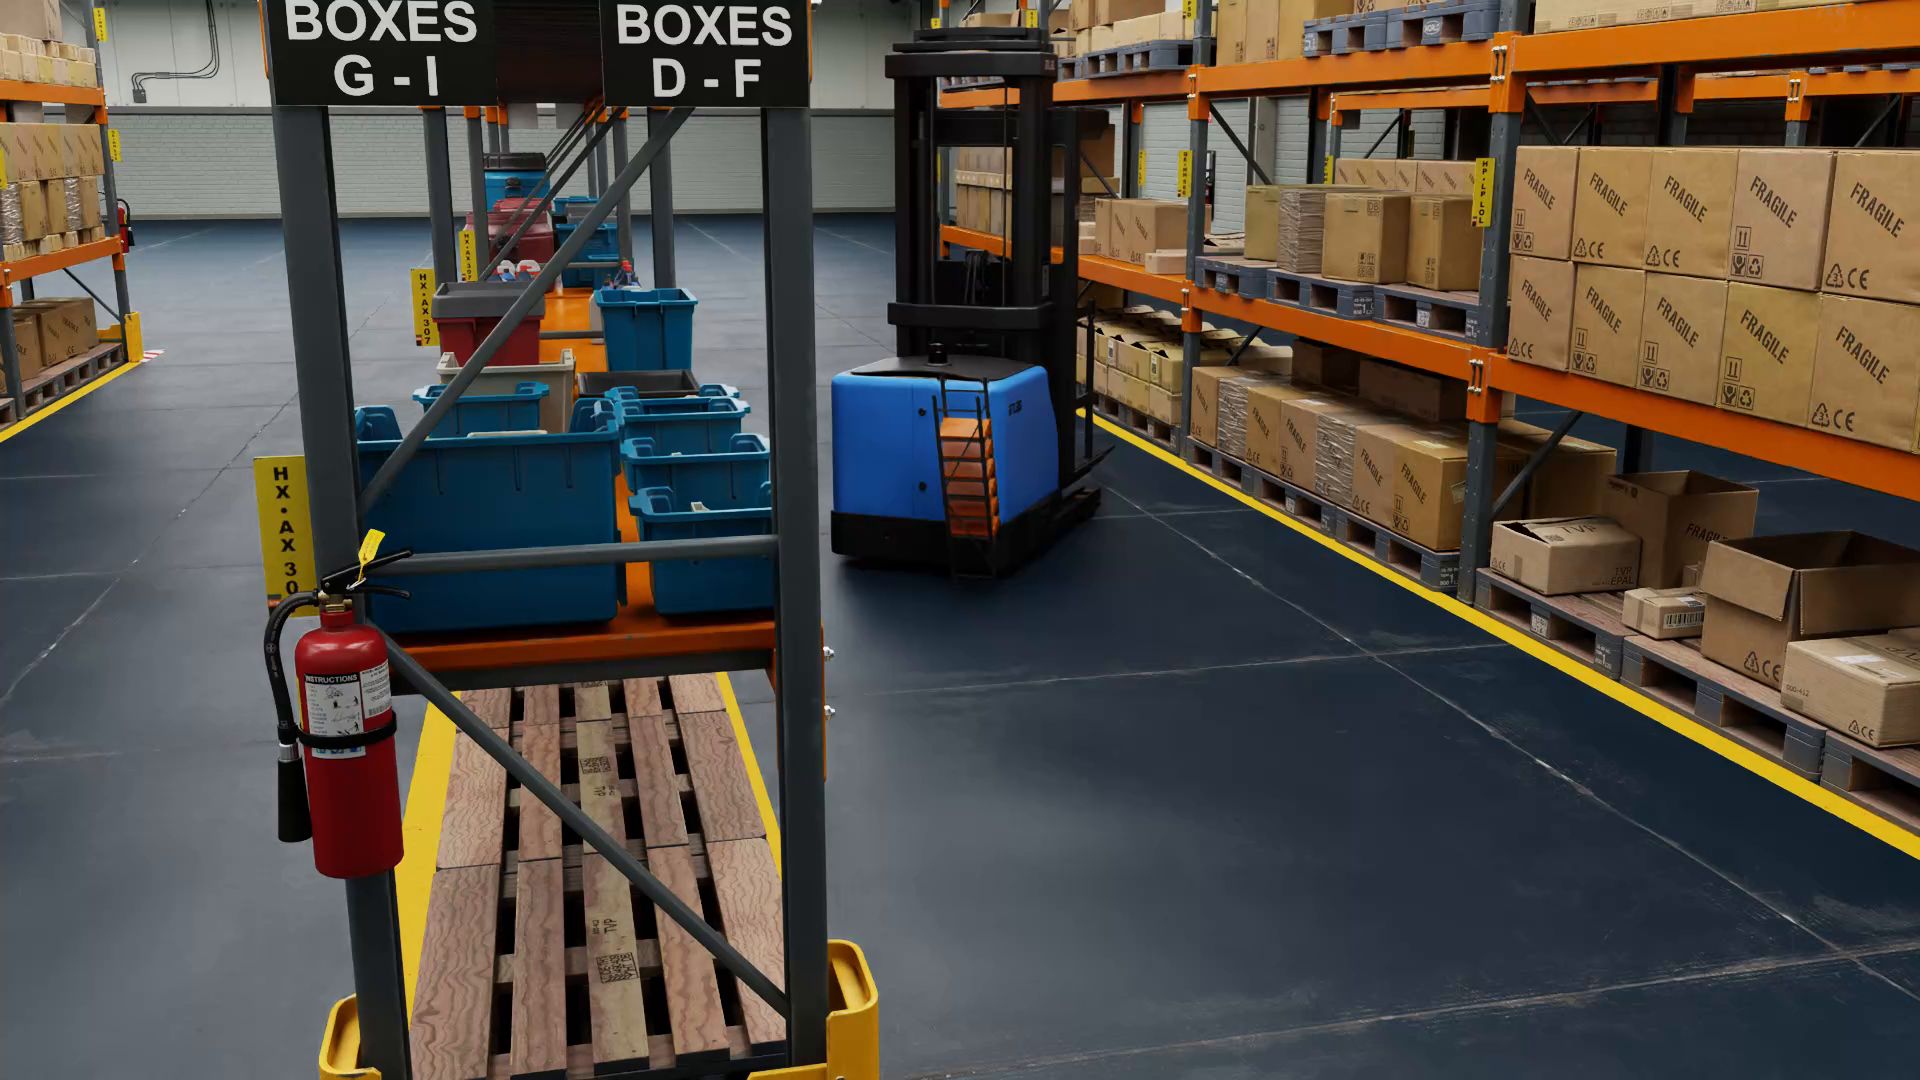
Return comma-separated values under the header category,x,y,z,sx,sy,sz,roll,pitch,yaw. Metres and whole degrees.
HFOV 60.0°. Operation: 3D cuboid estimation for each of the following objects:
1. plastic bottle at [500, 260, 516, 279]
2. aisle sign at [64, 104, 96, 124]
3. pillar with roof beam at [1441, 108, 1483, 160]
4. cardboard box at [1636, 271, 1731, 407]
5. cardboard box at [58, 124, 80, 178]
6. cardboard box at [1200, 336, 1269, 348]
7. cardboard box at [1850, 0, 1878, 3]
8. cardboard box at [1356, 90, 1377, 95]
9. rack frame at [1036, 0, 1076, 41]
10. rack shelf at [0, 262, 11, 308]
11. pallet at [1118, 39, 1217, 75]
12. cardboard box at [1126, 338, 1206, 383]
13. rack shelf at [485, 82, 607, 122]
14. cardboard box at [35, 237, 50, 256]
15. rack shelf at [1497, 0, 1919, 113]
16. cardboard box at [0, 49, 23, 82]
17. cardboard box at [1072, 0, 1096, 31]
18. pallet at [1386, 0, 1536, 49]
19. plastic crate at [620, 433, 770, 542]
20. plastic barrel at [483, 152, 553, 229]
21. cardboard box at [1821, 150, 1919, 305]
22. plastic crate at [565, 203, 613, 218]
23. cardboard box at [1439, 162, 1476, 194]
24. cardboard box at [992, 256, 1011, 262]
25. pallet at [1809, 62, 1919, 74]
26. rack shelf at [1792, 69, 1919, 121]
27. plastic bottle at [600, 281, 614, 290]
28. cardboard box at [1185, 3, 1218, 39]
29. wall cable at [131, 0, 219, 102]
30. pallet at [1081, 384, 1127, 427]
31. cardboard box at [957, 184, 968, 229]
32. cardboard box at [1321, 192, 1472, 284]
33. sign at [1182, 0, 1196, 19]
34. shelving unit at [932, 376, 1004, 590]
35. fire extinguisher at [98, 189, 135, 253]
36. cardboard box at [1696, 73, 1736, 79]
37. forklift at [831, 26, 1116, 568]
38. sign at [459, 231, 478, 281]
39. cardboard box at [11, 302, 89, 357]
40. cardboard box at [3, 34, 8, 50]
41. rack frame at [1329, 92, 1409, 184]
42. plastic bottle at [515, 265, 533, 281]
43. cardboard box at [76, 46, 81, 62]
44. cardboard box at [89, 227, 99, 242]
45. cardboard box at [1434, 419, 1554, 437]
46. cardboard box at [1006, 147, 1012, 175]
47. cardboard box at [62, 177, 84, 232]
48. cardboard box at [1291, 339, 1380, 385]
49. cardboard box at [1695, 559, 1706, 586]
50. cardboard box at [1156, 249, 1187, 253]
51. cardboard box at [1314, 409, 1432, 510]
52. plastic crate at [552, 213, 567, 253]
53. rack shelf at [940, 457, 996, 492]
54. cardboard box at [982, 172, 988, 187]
category,x,y,z,sx,sy,sz,roll,pitch,yaw
plastic bottle,-2.887,-1.628,10.530,0.152,0.276,0.135,-3,14,-13
aisle sign,-9.090,-4.669,17.240,0.394,0.787,0.004,-3,14,-13
pillar with roof beam,1.898,-6.765,18.654,9.100,9.000,0.400,-3,14,-13
cardboard box,3.175,-0.841,6.836,0.500,0.500,0.500,-3,14,-13
cardboard box,-8.760,-3.710,15.850,0.500,0.500,0.500,-3,14,-13
cardboard box,2.173,-1.480,13.390,0.500,0.311,0.500,-4,14,-15
cardboard box,3.407,-1.954,5.601,0.500,0.250,0.500,-3,14,-13
cardboard box,5.004,-5.502,19.554,0.500,0.500,0.500,-2,14,-9
rack frame,1.202,-5.918,15.190,1.000,3.000,0.127,-3,14,-13
rack shelf,-7.958,-1.642,11.842,1.077,0.370,4.000,-3,14,-13
pallet,1.895,-3.598,12.411,1.213,0.211,1.003,-3,14,-11
cardboard box,1.651,-1.448,13.262,0.500,0.311,0.500,-4,14,-14
rack shelf,-3.144,-3.375,12.616,1.077,0.370,4.000,-3,14,-13
cardboard box,-8.404,-2.628,14.895,0.380,0.149,0.250,-3,14,-13
rack shelf,3.551,-1.804,6.188,1.077,0.370,4.000,-3,14,-13
cardboard box,-8.414,-4.077,14.289,0.500,0.250,0.500,-3,14,-14
cardboard box,1.309,-4.812,14.833,0.500,0.500,0.500,-3,14,-13
pallet,2.996,-2.678,8.646,1.213,0.211,1.003,-3,14,-13
plastic crate,-0.688,-0.135,4.386,0.416,0.233,0.300,-3,14,-13
plastic barrel,-3.817,-2.866,14.282,0.600,0.901,0.708,-3,14,-13
cardboard box,3.403,-1.093,5.763,0.500,0.500,0.500,-3,14,-12
plastic crate,-3.202,-2.665,14.380,0.402,0.464,0.583,-3,14,-13
cardboard box,5.482,-3.789,17.807,0.500,0.500,0.500,-3,14,-14
cardboard box,0.678,-3.052,19.428,0.500,0.500,0.500,-3,14,-13
pallet,7.159,-3.578,12.329,1.213,0.211,1.003,-3,14,-11
rack shelf,7.426,-3.004,11.099,1.077,0.370,4.000,-3,14,-13
plastic bottle,-1.931,-1.281,9.120,0.097,0.271,0.097,0,14,0
cardboard box,1.980,-3.771,12.152,0.500,0.250,0.500,-4,14,-17
wall cable,-21.757,-15.100,45.609,2.305,6.003,0.169,-3,14,-13
pallet,1.703,-1.199,14.391,1.003,0.211,1.213,-3,14,-13
cardboard box,0.360,-3.867,19.223,0.700,0.500,0.500,-3,14,-13
cardboard box,2.606,-1.815,9.940,0.700,0.500,0.500,-7,16,-27
sign,1.600,-3.799,11.579,0.100,0.325,0.005,-3,14,-13
shelving unit,0.049,-0.277,8.570,0.258,1.200,0.189,3,37,12
fire extinguisher,-8.946,-3.390,17.644,0.296,0.674,0.183,-3,14,-13
cardboard box,6.742,-4.179,14.133,0.797,0.503,0.637,-1,14,-5
forklift,0.260,-1.574,10.193,1.130,2.935,3.031,5,15,19
sign,-3.207,-1.853,10.846,0.100,0.325,0.005,-3,14,-13
cardboard box,-9.063,-2.084,16.519,0.500,0.500,0.500,0,14,2
cardboard box,-8.476,-4.298,14.356,0.380,0.149,0.250,-3,14,-11
rack frame,5.077,-4.203,20.812,1.000,3.000,0.127,-3,14,-13
plastic bottle,-2.411,-1.346,9.222,0.144,0.351,0.185,-3,14,-13
cardboard box,-8.881,-4.783,16.340,0.380,0.149,0.250,-4,14,-16
cardboard box,-8.933,-3.086,16.769,0.380,0.149,0.250,-3,14,-13
cardboard box,3.068,-0.405,9.605,0.500,0.500,0.500,-3,14,-12
cardboard box,0.855,-4.017,17.103,0.700,0.500,0.500,-3,14,-13
cardboard box,-8.955,-3.213,15.922,0.875,0.500,0.500,-3,14,-13
cardboard box,2.607,-1.229,11.398,0.500,0.250,0.500,-3,14,-11
cardboard box,3.667,0.223,7.433,0.500,0.311,0.500,-3,14,-13
cardboard box,1.787,-2.250,13.346,0.380,0.149,0.250,-2,14,-9
cardboard box,2.461,-0.486,9.935,0.500,0.500,0.500,-3,14,-12
plastic crate,-3.613,-2.826,15.306,0.767,0.338,0.504,-3,14,-13
rack shelf,0.042,-0.337,8.525,0.258,0.103,0.180,3,37,12
cardboard box,0.450,-3.891,17.954,0.380,0.149,0.250,-3,14,-14
